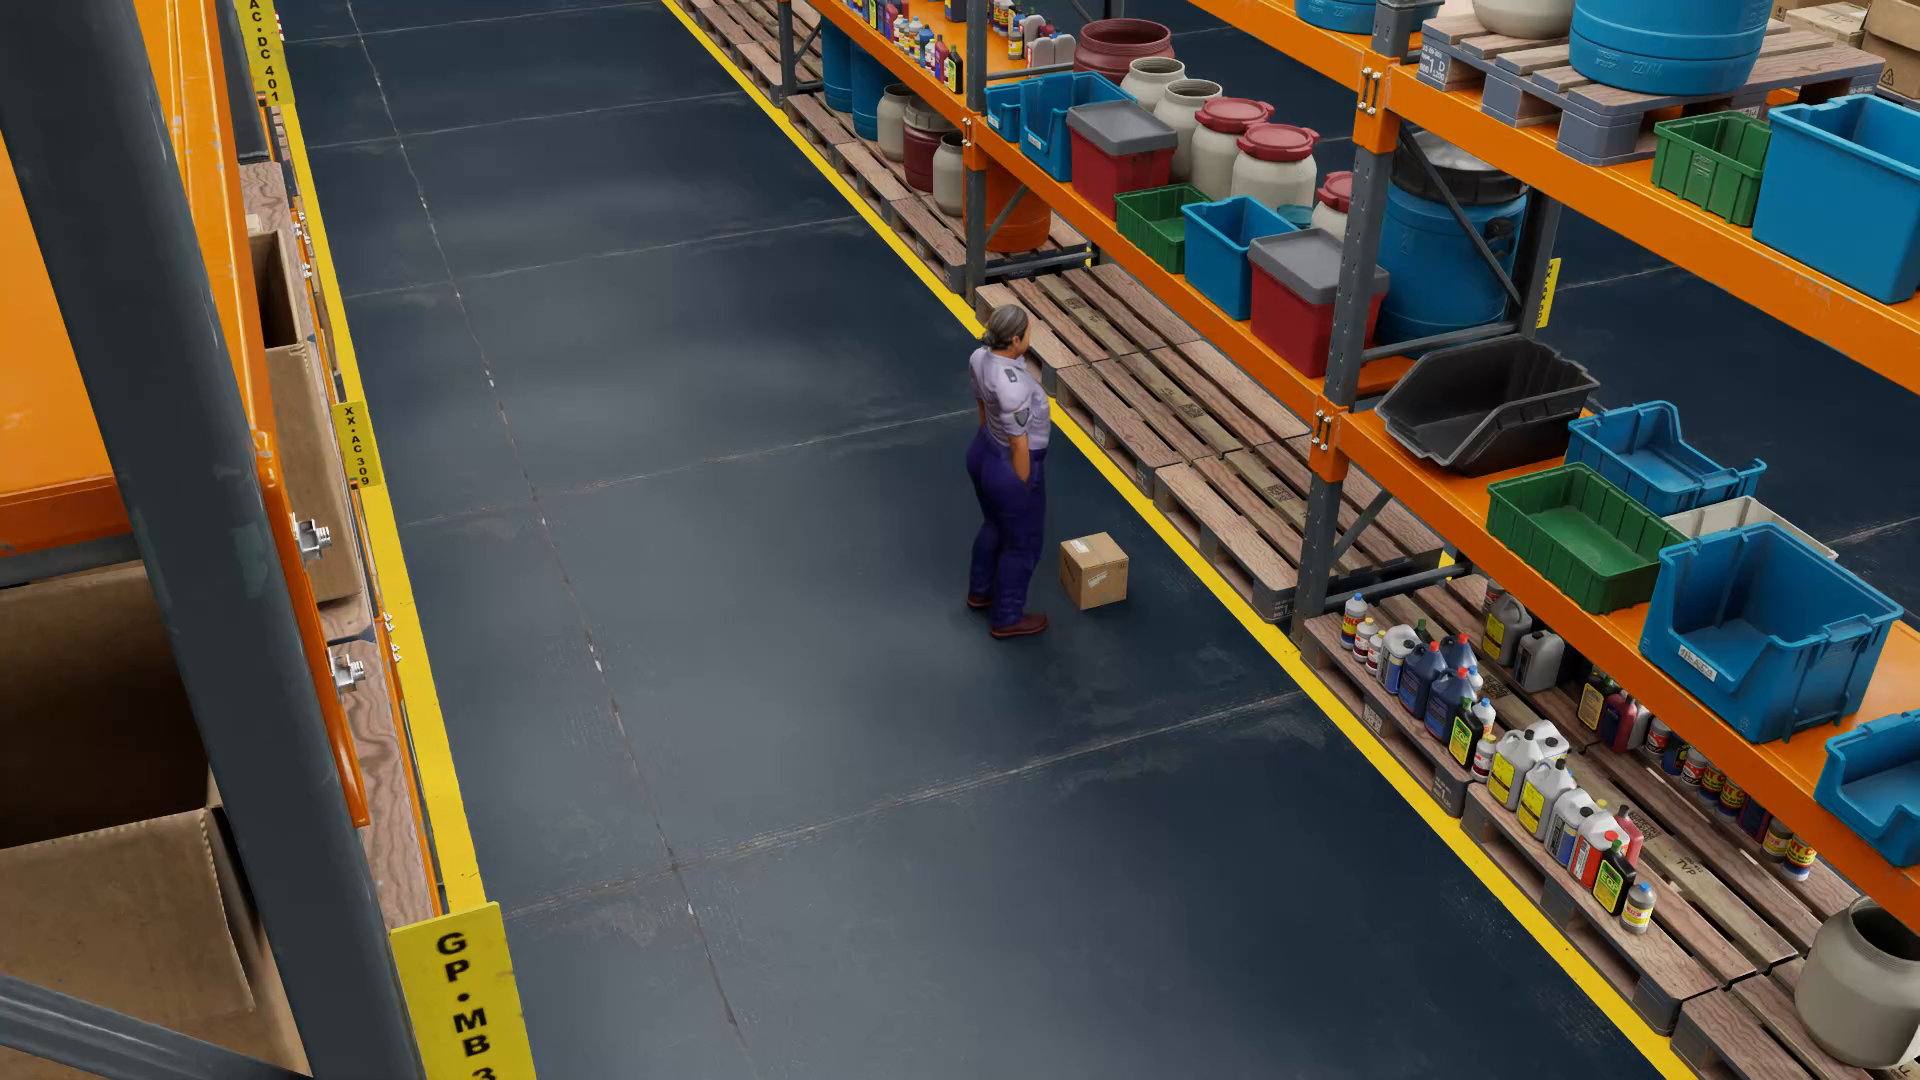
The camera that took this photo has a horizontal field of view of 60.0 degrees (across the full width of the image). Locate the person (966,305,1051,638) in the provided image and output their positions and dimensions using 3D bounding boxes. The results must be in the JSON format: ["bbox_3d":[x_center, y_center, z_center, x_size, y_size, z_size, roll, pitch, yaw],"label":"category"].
[{"bbox_3d":[0.228,-0.333,7.662,0.326,1.646,0.469,-12,36,-18],"label":"person"}]
